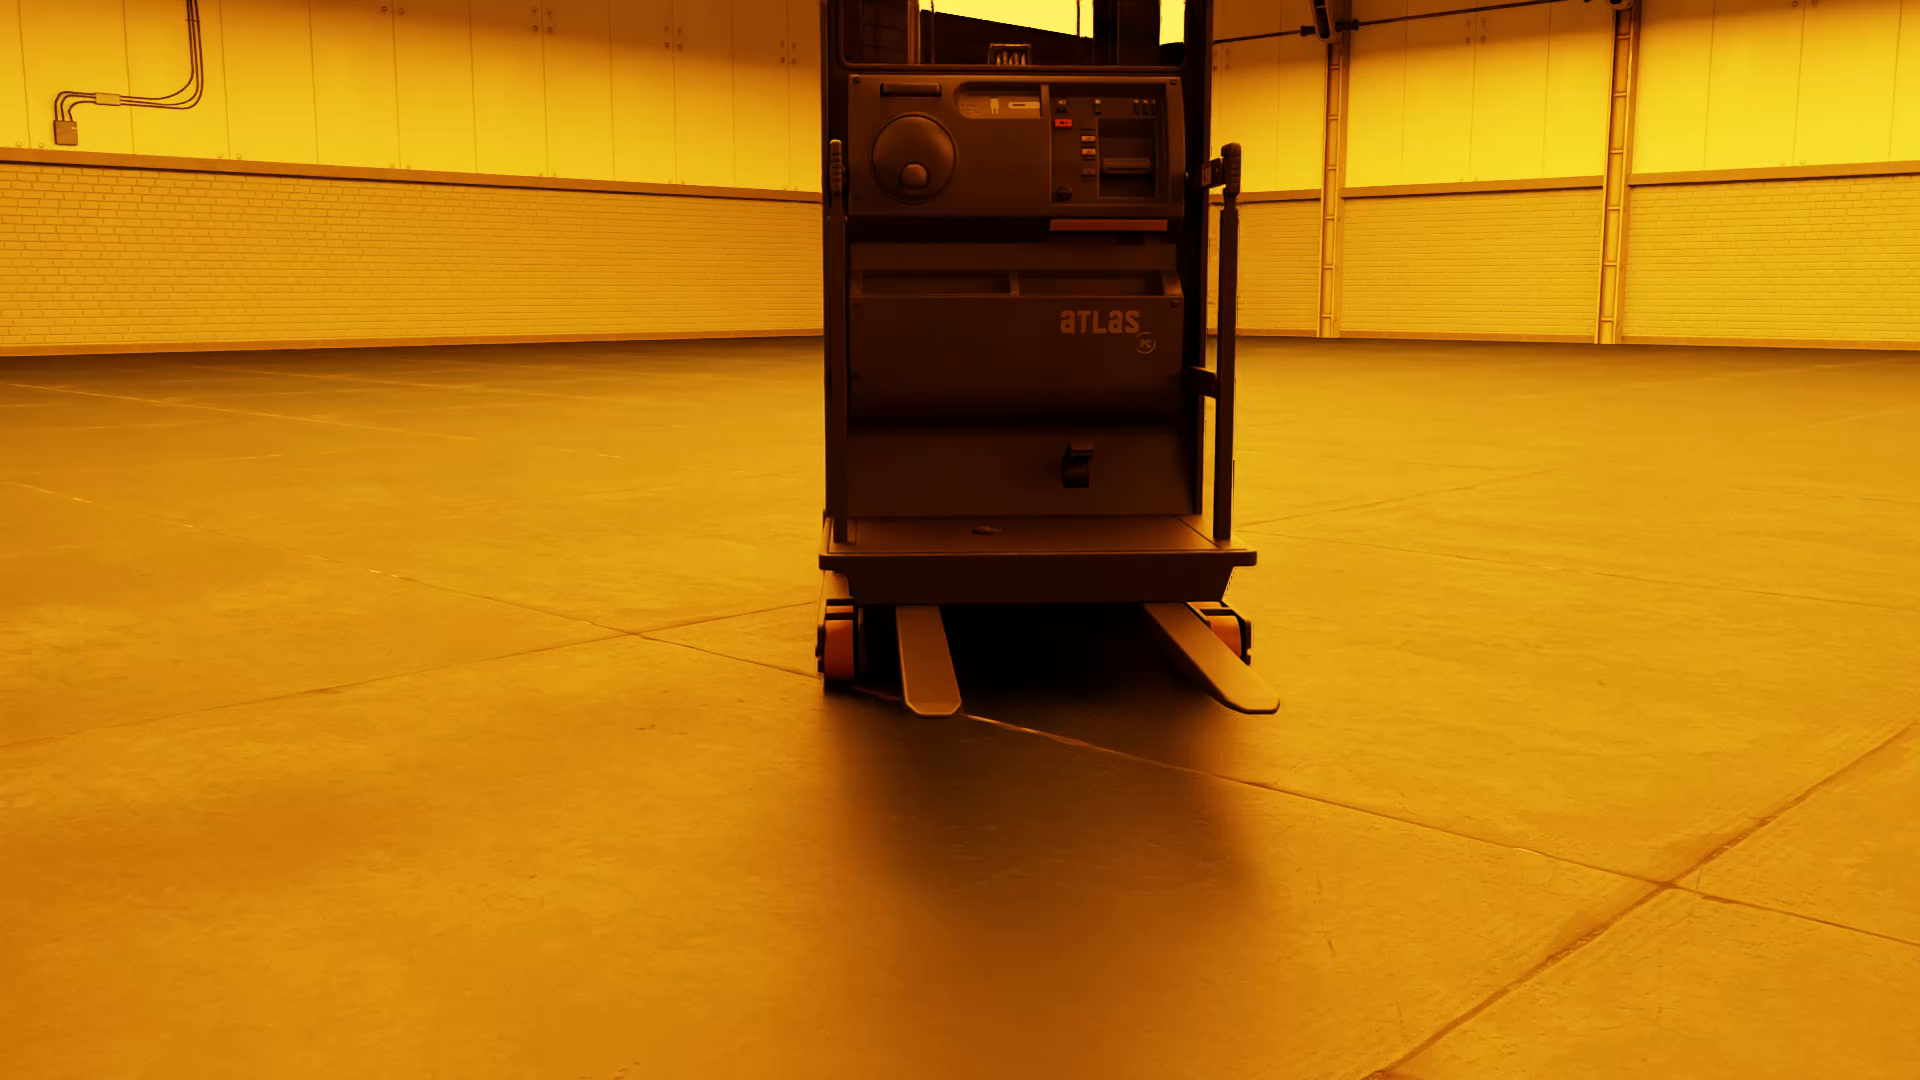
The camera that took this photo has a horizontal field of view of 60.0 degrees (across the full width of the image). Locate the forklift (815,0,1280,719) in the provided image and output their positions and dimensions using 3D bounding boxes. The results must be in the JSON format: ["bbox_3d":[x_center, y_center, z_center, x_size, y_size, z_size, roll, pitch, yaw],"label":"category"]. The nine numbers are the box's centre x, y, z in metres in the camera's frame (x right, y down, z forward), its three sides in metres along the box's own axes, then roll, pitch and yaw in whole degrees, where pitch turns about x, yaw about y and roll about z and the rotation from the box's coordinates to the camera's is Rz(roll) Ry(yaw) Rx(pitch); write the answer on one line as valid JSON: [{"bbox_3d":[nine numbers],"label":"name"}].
[{"bbox_3d":[0.171,-1.132,4.394,1.130,2.935,3.031,0,9,-3],"label":"forklift"}]
